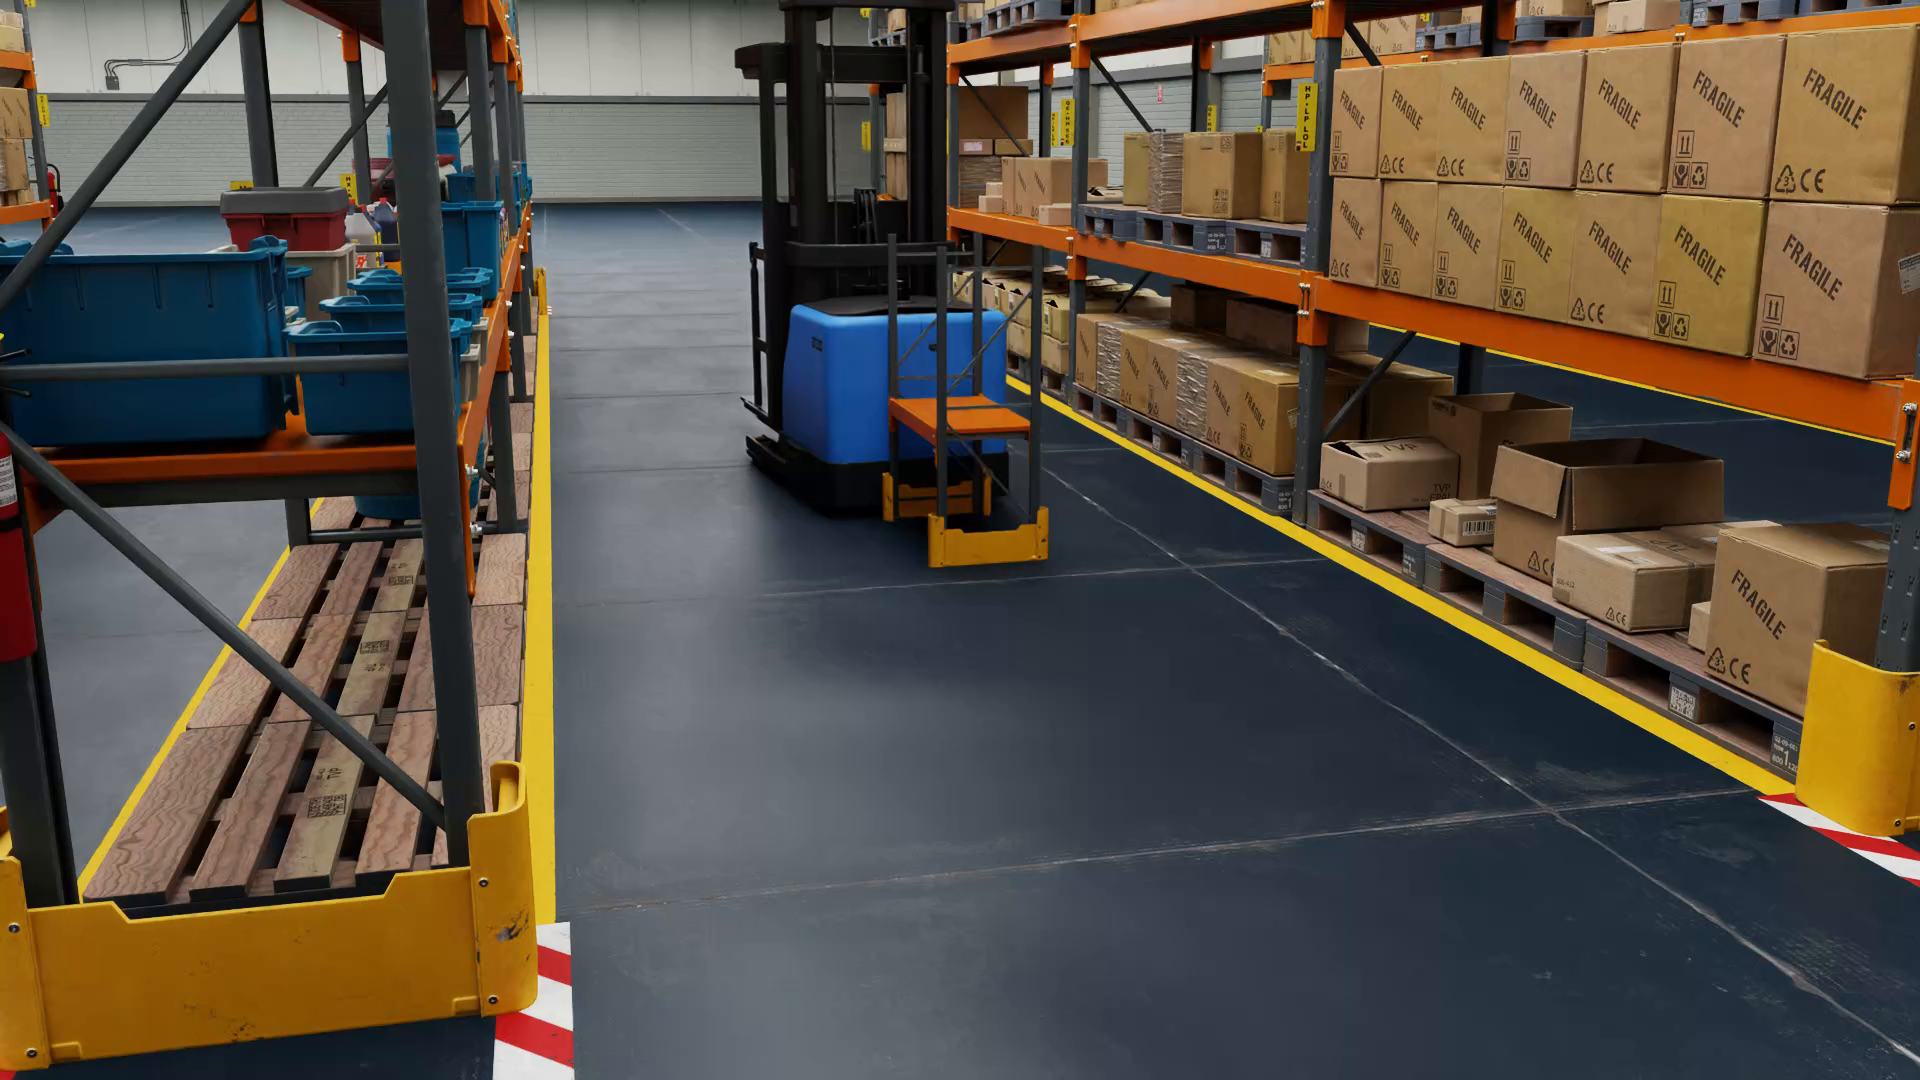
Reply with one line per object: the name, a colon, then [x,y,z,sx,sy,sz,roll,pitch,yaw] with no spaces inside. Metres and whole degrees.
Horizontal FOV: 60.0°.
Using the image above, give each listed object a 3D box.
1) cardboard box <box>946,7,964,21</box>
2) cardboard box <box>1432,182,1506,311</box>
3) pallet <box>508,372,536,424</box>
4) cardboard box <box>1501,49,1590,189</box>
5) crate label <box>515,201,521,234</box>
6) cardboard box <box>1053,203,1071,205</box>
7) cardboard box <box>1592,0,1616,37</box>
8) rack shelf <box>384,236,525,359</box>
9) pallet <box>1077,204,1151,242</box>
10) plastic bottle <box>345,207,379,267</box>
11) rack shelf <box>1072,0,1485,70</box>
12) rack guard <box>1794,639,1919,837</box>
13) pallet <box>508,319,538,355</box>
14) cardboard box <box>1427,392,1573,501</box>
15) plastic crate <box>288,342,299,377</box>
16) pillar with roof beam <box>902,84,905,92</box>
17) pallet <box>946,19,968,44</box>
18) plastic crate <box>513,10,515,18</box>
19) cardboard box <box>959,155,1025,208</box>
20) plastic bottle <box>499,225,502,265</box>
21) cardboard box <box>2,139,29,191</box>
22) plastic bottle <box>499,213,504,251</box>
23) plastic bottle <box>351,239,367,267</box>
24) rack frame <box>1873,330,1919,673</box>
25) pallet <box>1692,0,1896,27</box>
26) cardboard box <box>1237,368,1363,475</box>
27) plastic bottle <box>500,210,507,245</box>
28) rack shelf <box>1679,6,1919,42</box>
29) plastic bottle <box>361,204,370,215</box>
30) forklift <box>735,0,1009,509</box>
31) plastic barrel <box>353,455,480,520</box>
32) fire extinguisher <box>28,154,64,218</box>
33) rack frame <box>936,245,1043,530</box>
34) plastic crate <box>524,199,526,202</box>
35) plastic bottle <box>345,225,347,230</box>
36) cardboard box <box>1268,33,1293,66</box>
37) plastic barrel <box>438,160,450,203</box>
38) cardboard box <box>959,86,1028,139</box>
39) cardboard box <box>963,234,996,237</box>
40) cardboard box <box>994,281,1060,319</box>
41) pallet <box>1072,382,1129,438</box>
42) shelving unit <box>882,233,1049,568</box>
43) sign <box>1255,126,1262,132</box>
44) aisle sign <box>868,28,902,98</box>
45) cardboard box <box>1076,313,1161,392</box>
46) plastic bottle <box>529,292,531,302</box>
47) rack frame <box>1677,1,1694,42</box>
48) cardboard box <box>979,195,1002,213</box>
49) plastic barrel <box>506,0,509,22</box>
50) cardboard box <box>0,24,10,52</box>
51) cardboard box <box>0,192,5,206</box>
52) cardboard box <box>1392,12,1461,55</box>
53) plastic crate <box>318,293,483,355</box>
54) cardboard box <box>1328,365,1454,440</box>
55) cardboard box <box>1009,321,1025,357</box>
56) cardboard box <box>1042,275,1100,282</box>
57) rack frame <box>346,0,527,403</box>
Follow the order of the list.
cardboard box: [-0.173,-5.278,16.738,0.380,0.149,0.250,-3,14,-13]
cardboard box: [2.349,-1.244,6.989,0.500,0.500,0.500,-3,14,-13]
pallet: [-3.644,-1.036,12.222,1.003,0.211,1.213,-3,14,-13]
cardboard box: [2.456,-1.615,6.400,0.500,0.500,0.500,-3,14,-11]
crate label: [-3.235,-2.246,11.654,0.303,0.233,0.416,-3,14,-13]
cardboard box: [0.961,-2.654,13.498,0.380,0.149,0.250,-2,14,-9]
cardboard box: [5.916,-4.583,14.285,0.797,0.503,0.637,-1,14,-5]
rack shelf: [-3.030,-1.399,9.347,1.077,0.370,4.000,-3,14,-13]
pallet: [1.543,-2.239,11.676,1.213,0.211,1.003,-3,14,-13]
plastic bottle: [-2.954,-1.465,8.205,0.144,0.351,0.185,-3,14,-13]
rack shelf: [1.785,-3.131,10.118,1.077,0.370,4.000,-3,14,-13]
rack guard: [3.177,0.558,5.091,1.175,0.500,0.348,-3,14,-13]
pallet: [-4.557,-1.935,15.902,1.003,0.211,1.213,-3,14,-13]
cardboard box: [2.665,-0.446,8.271,0.500,0.500,0.500,-3,14,-13]
plastic crate: [-2.043,-0.511,4.626,0.396,0.136,0.243,-3,14,-13]
pillar with roof beam: [-5.974,-14.089,47.135,9.100,9.000,0.400,-3,14,-13]
pallet: [0.151,-5.017,16.508,1.003,0.211,1.213,-3,14,-13]
plastic crate: [-4.638,-5.081,16.618,0.392,0.384,0.575,-3,14,-13]
cardboard box: [0.266,-3.558,16.460,0.700,0.500,0.500,-4,14,-15]
plastic bottle: [-2.571,-1.648,9.122,0.097,0.271,0.097,0,14,0]
cardboard box: [-9.857,-3.735,16.557,0.875,0.500,0.500,-3,14,-13]
plastic bottle: [-2.725,-1.813,9.633,0.144,0.351,0.185,-3,14,-13]
plastic bottle: [-2.936,-1.359,8.086,0.097,0.201,0.097,0,14,0]
rack frame: [3.195,-0.639,4.723,1.000,3.000,0.127,-3,14,-13]
pallet: [6.333,-3.981,12.481,1.213,0.211,1.003,-3,14,-11]
cardboard box: [1.861,-0.659,9.145,0.500,0.500,0.500,-3,14,-13]
plastic bottle: [-2.881,-1.952,10.366,0.097,0.271,0.097,0,14,0]
rack shelf: [6.600,-3.408,11.252,1.077,0.370,4.000,-3,14,-13]
plastic bottle: [-3.617,-1.895,10.108,0.061,0.283,0.133,-3,14,-13]
forklift: [-0.701,-1.895,10.010,1.130,2.935,3.031,-5,15,-19]
plastic barrel: [-2.672,-0.598,8.090,0.600,0.901,0.708,-3,14,-13]
fire extinguisher: [-9.772,-3.793,17.797,0.296,0.674,0.183,-3,14,-13]
rack frame: [0.137,-0.621,7.809,0.500,1.500,0.032,-4,14,-15]
plastic crate: [-4.439,-3.230,15.458,0.767,0.338,0.504,-3,14,-13]
plastic bottle: [-3.138,-1.499,8.347,0.144,0.351,0.185,-3,14,-13]
cardboard box: [4.087,-6.032,20.222,0.500,0.500,0.500,-3,14,-12]
plastic barrel: [-4.048,-2.586,12.458,0.421,0.512,0.421,0,14,0]
cardboard box: [0.266,-4.188,16.306,0.700,0.500,0.500,-3,14,-13]
cardboard box: [0.337,-2.995,17.695,0.500,0.500,0.500,-3,14,-13]
cardboard box: [0.594,-2.084,14.366,0.500,0.311,0.500,-3,14,-12]
pallet: [1.454,-0.956,11.894,1.003,0.211,1.213,-3,14,-13]
shelving unit: [0.007,-0.736,8.277,0.587,1.500,1.083,-4,14,-15]
sign: [3.724,-4.997,20.738,0.100,0.325,0.005,-3,14,-13]
aisle sign: [-0.876,-5.591,19.515,0.394,0.787,0.004,-3,14,-13]
cardboard box: [1.145,-1.363,12.026,0.500,0.500,0.500,-3,14,-11]
plastic bottle: [-4.370,-2.410,16.626,0.144,0.351,0.185,-3,14,-14]
rack frame: [6.130,-2.762,13.411,1.000,3.000,0.127,-3,14,-13]
cardboard box: [0.386,-3.070,15.201,0.380,0.149,0.250,-3,14,-13]
plastic barrel: [-3.635,-4.228,12.186,0.600,0.830,0.708,-3,14,-13]
cardboard box: [-9.713,-4.951,16.368,0.500,0.250,0.500,-3,14,-13]
cardboard box: [-9.697,-3.372,16.437,0.380,0.149,0.250,-3,14,-13]
cardboard box: [4.831,-5.303,17.240,0.500,0.500,0.500,-3,14,-12]
plastic crate: [-1.514,-0.539,4.539,0.416,0.233,0.300,-3,14,-13]
cardboard box: [2.378,-0.687,9.257,0.500,0.500,0.500,-4,14,-16]
cardboard box: [0.715,-1.696,13.956,0.500,0.250,0.500,-3,14,-12]
cardboard box: [0.993,-2.236,14.985,0.500,0.311,0.500,-3,14,-13]
rack frame: [-3.500,-2.209,11.150,1.000,3.000,0.127,-3,14,-13]
